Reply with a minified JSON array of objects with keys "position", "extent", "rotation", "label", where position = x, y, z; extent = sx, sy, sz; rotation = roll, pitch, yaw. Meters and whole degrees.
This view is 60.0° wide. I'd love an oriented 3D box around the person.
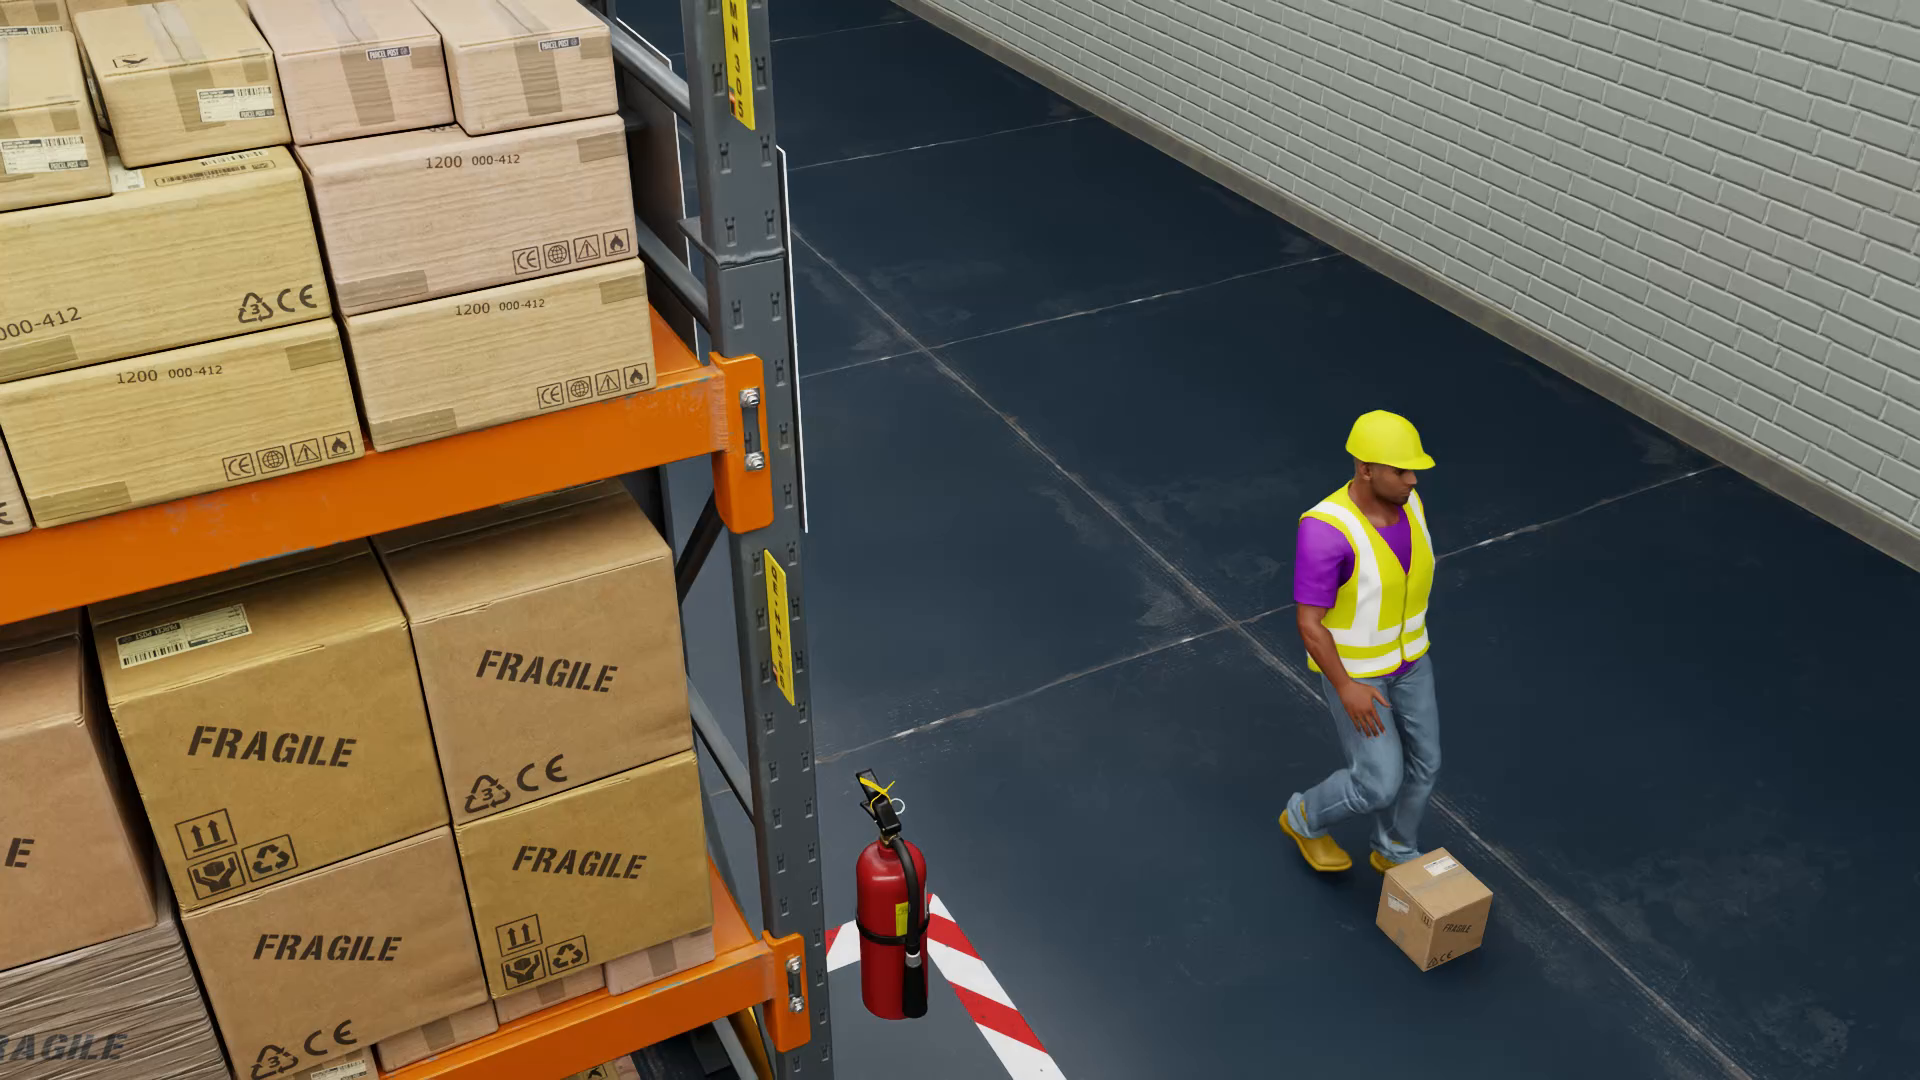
[{"position":[1.414,0.445,5.501],"extent":[0.626,1.751,0.655],"rotation":[-21,39,-30],"label":"person"}]
